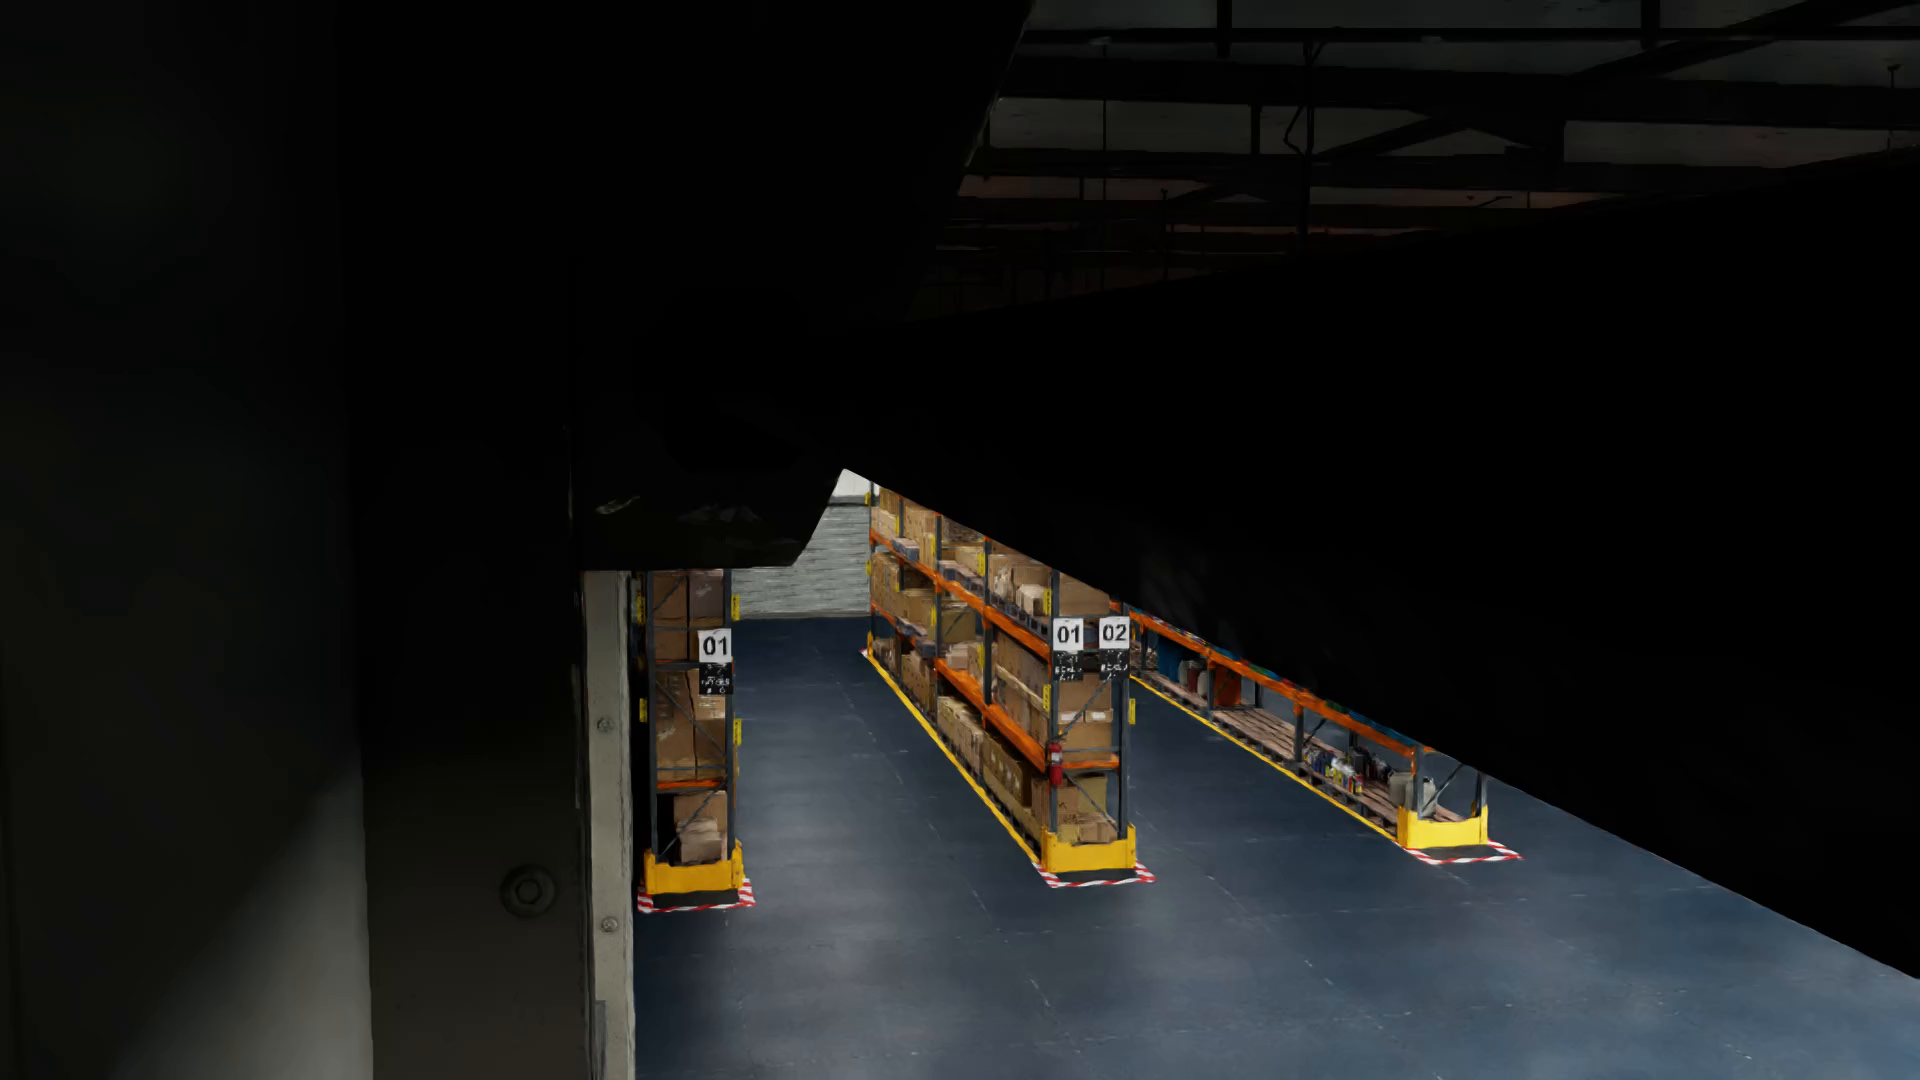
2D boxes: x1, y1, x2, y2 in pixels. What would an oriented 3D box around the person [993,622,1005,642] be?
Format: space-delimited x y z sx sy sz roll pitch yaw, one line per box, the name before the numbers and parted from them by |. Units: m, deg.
person | 0.868 1.973 33.492 0.598 1.698 1.192 -1 6 -9
